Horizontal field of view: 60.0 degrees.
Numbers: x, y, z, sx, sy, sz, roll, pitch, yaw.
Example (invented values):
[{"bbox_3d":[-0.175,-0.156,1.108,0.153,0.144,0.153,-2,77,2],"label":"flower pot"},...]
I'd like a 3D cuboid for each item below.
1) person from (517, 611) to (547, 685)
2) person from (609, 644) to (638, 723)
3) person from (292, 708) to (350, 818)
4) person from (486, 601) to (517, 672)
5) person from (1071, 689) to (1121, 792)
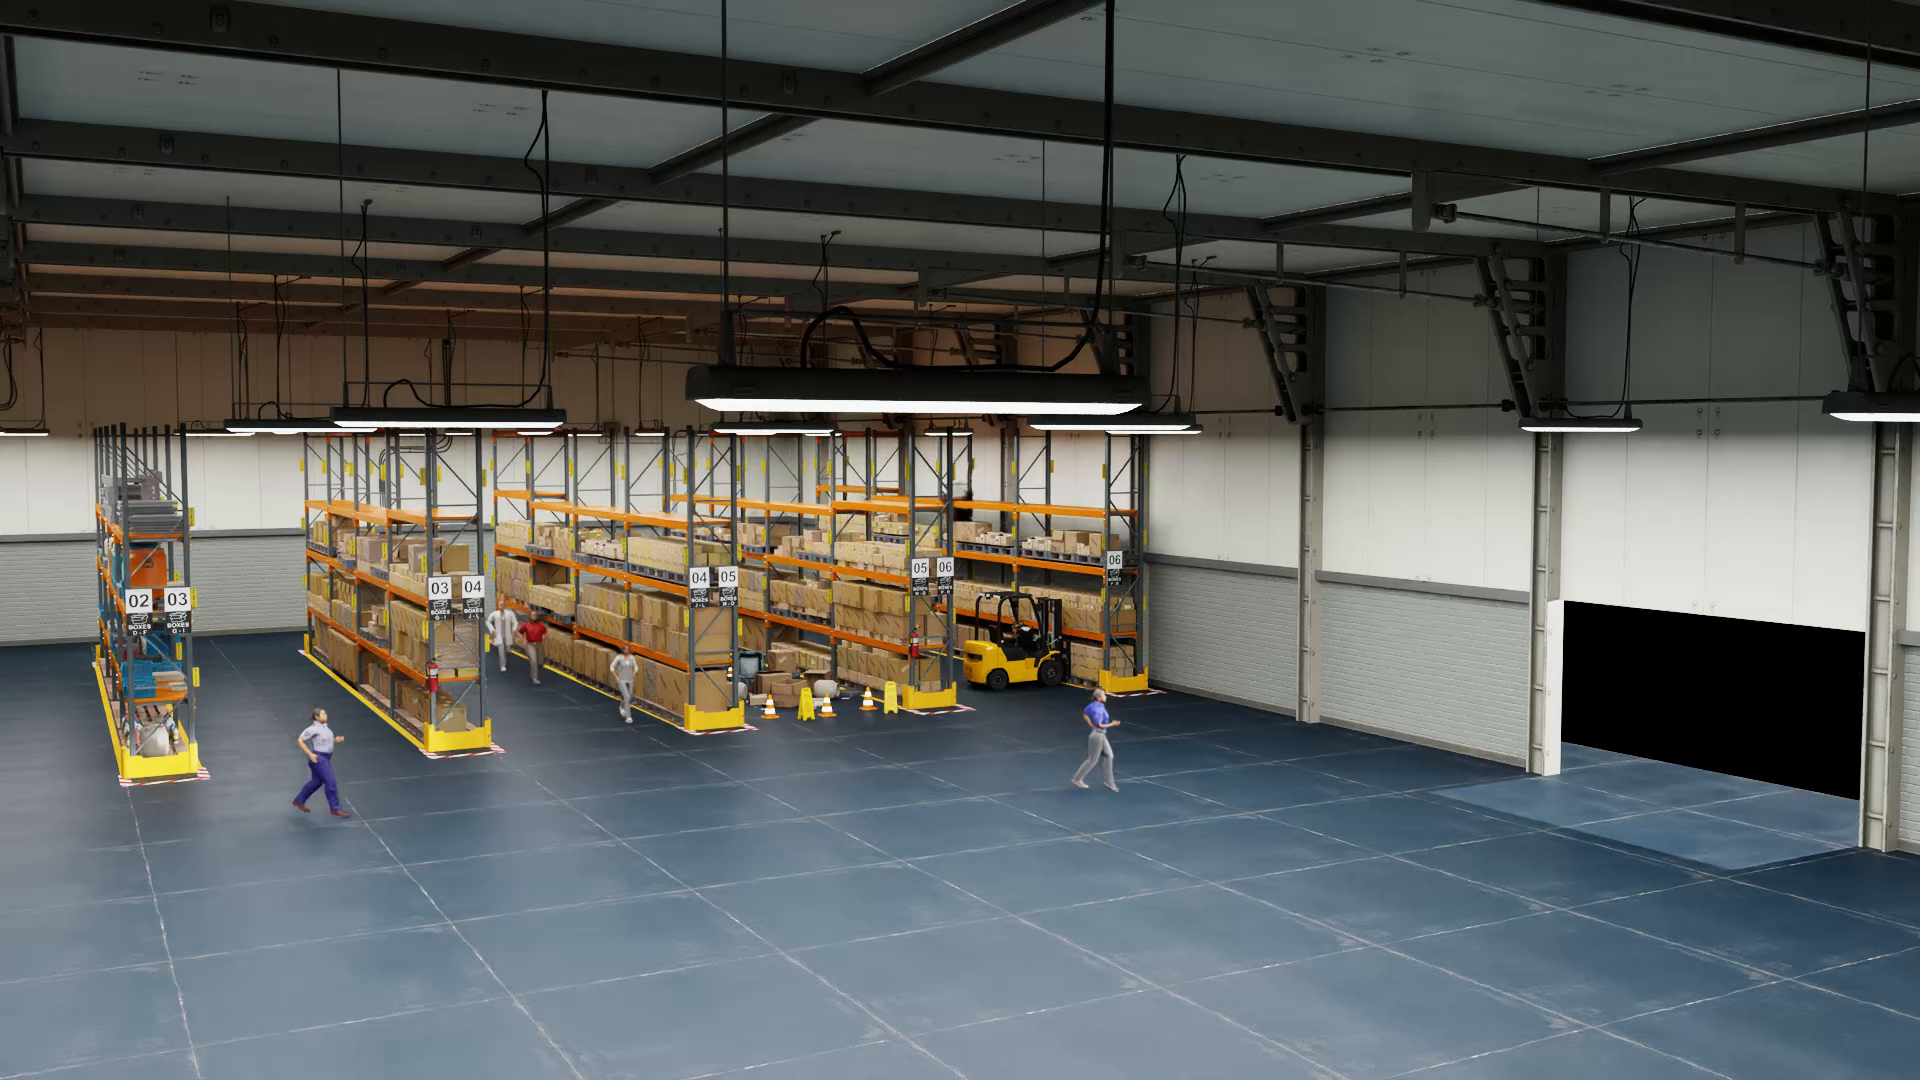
[{"bbox_3d":[-10.000,2.514,39.002,0.675,1.688,0.830,-2,4,-34],"label":"person"},{"bbox_3d":[-6.802,2.896,33.722,0.558,1.564,0.750,-2,4,-34],"label":"person"},{"bbox_3d":[-9.678,3.362,25.139,0.895,1.671,0.594,0,3,-7],"label":"person"},{"bbox_3d":[-11.321,2.362,41.111,0.752,1.734,0.758,-2,4,-25],"label":"person"},{"bbox_3d":[2.204,3.263,26.982,0.794,1.716,0.564,0,3,4],"label":"person"}]
